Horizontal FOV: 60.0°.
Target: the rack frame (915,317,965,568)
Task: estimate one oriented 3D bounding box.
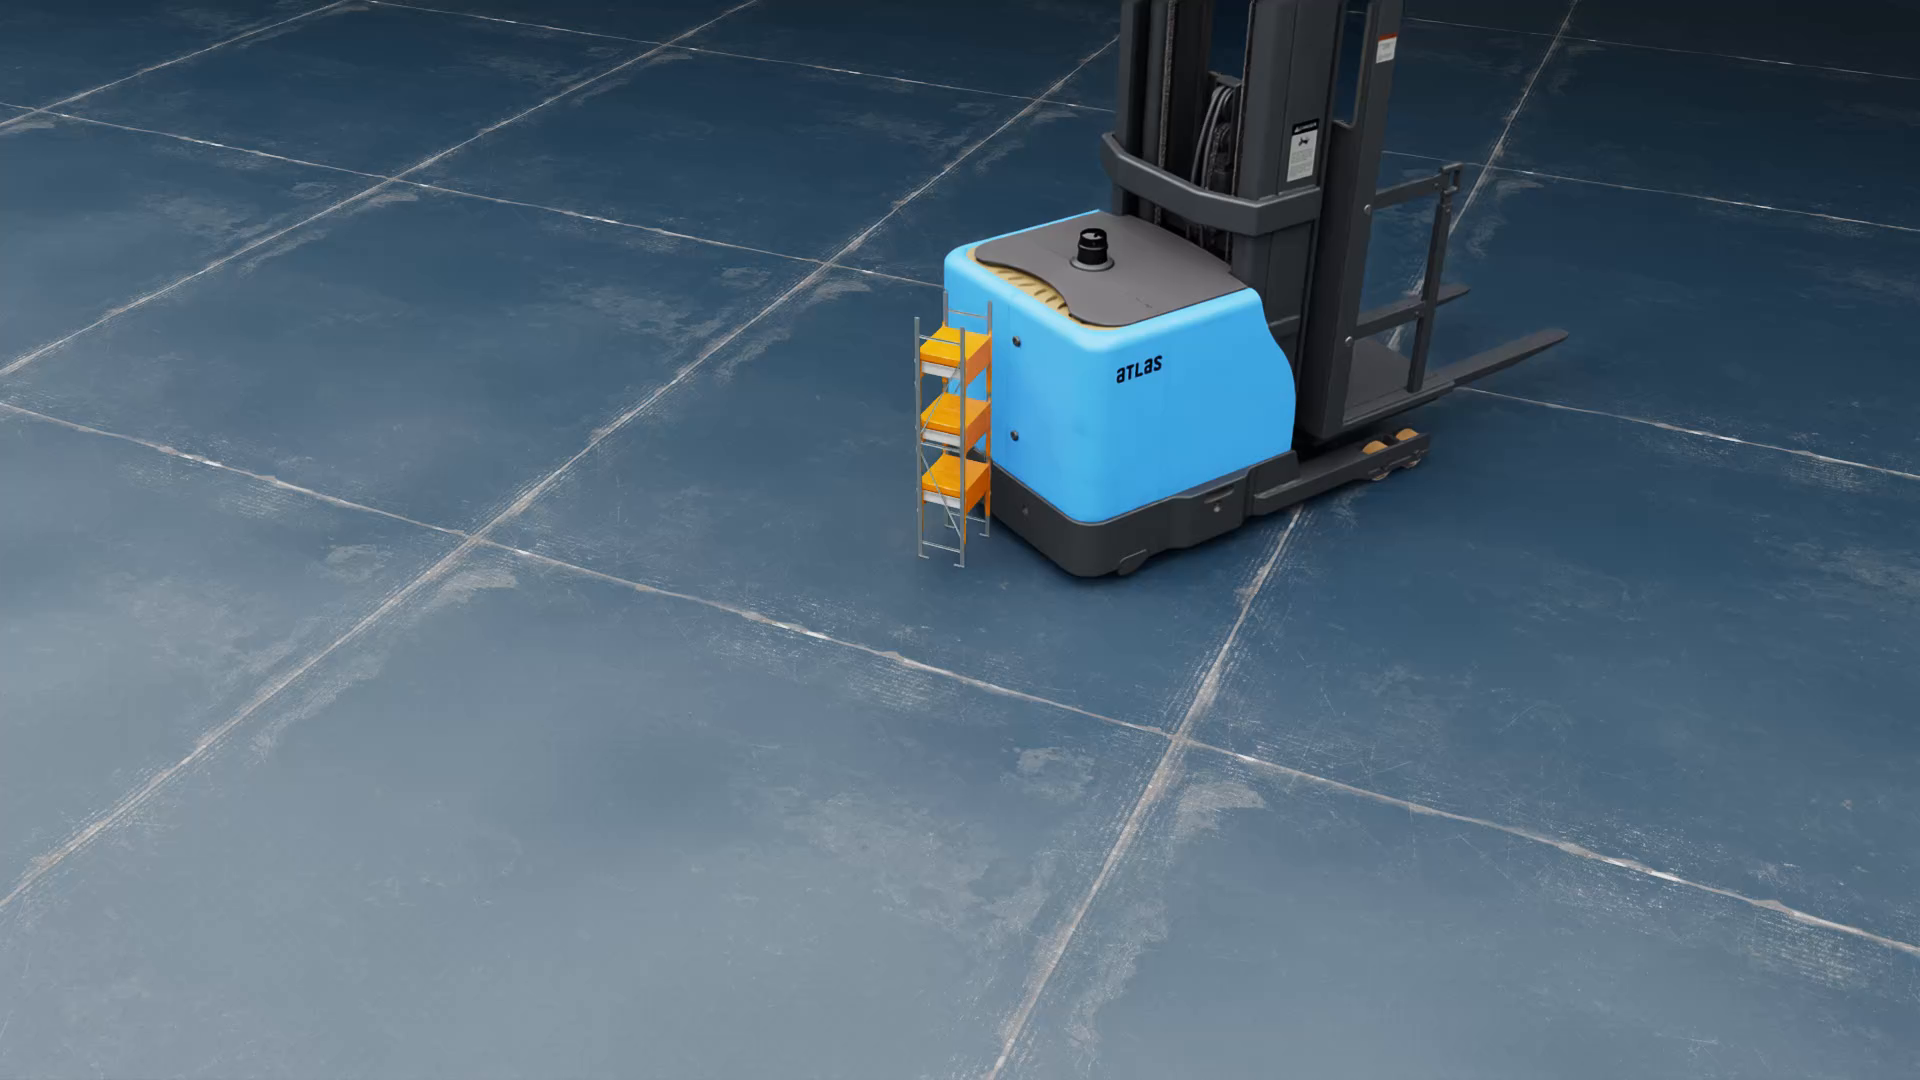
[{"bbox_3d":[-0.073,-0.352,6.329,0.200,1.050,0.008,14,36,20],"label":"rack frame"}]

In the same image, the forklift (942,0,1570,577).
[{"bbox_3d":[1.431,-1.701,6.671,3.031,2.935,1.130,-20,38,-28],"label":"forklift"}]

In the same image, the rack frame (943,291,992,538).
[{"bbox_3d":[0.029,-0.473,6.514,0.200,1.050,0.008,14,36,20],"label":"rack frame"}]

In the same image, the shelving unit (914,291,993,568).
[{"bbox_3d":[-0.022,-0.412,6.421,0.215,1.050,0.252,14,36,20],"label":"shelving unit"}]

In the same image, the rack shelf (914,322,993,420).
[{"bbox_3d":[-0.022,-0.641,6.272,0.215,0.259,0.240,14,36,20],"label":"rack shelf"}]

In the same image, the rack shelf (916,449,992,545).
[{"bbox_3d":[-0.022,-0.171,6.580,0.215,0.259,0.240,14,36,20],"label":"rack shelf"}]

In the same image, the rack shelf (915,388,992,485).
[{"bbox_3d":[-0.022,-0.404,6.427,0.215,0.259,0.240,14,36,20],"label":"rack shelf"}]
